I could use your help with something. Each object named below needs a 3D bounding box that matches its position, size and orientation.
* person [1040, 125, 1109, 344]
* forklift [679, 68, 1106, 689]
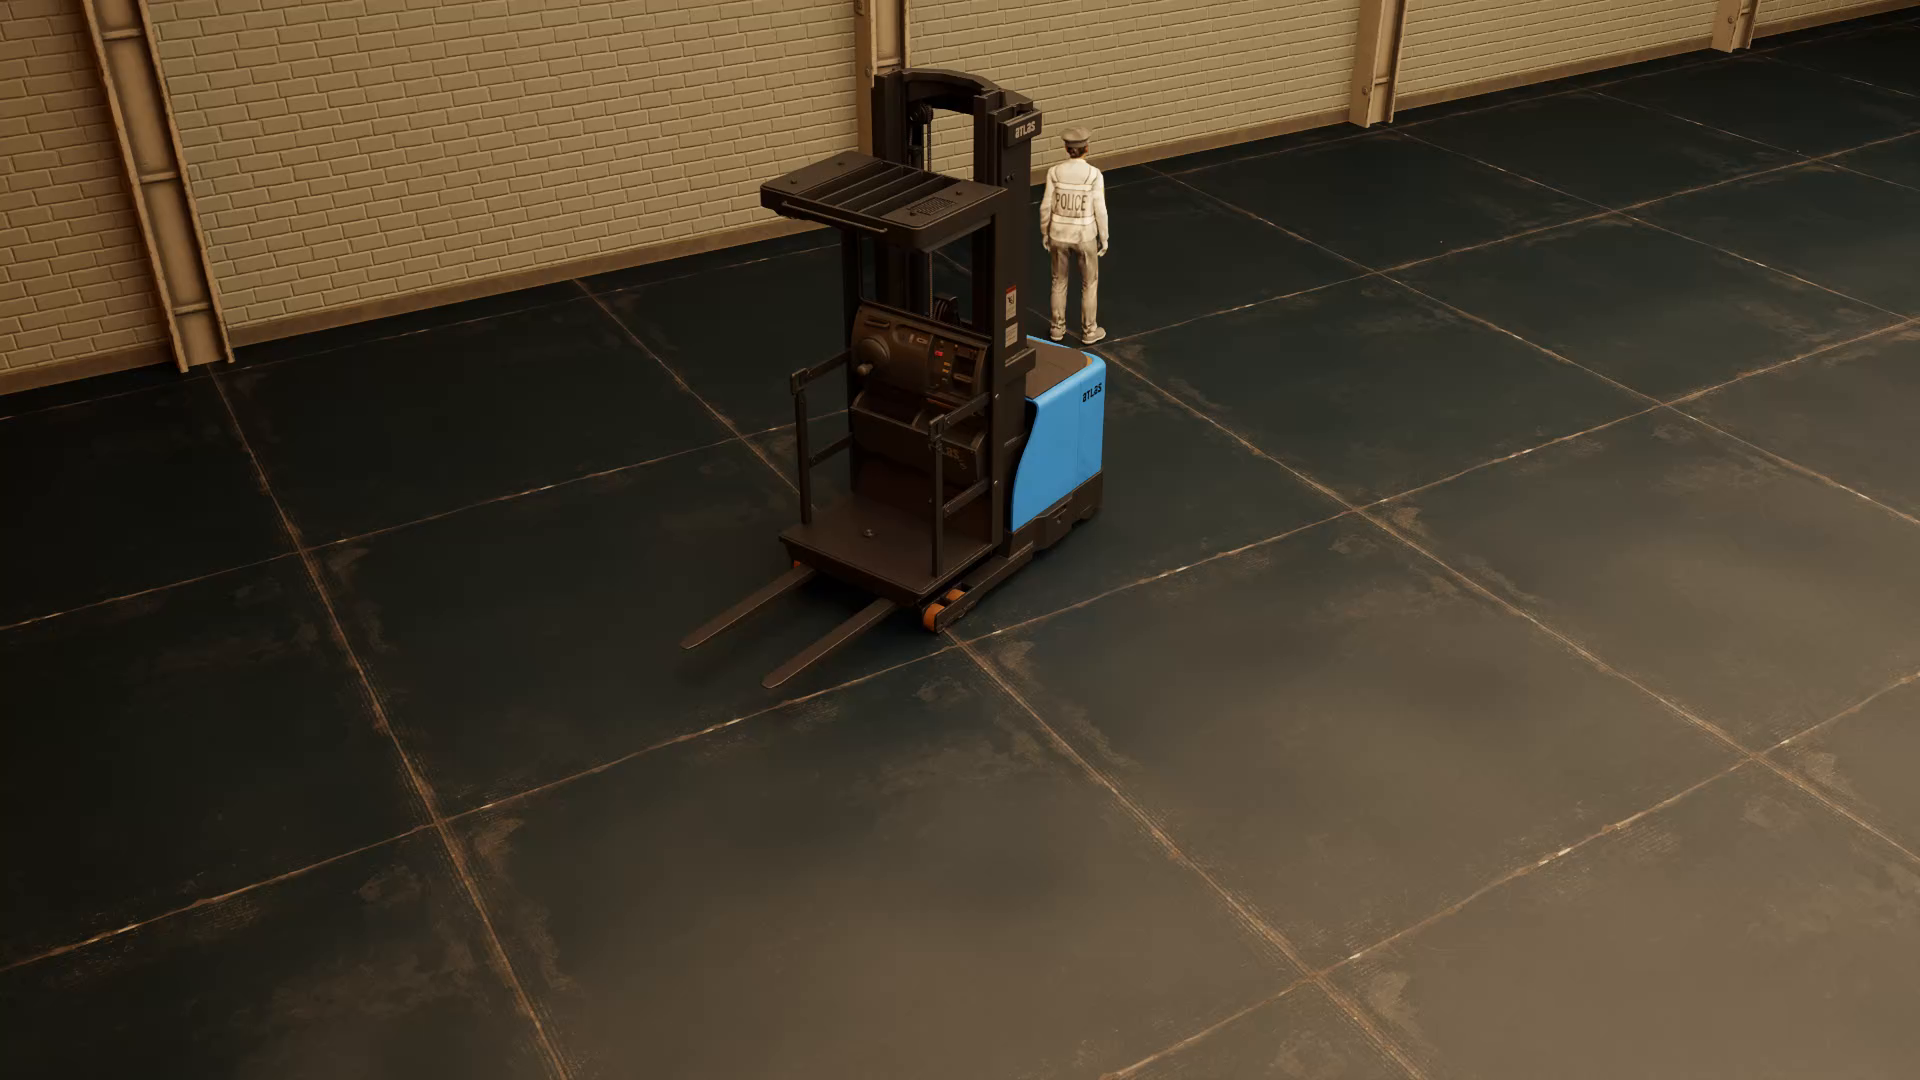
[{"bbox_3d":[0.876,-2.315,12.748,0.529,1.663,0.374,9,32,15],"label":"person"},{"bbox_3d":[-0.365,-1.007,9.329,1.130,2.935,3.031,21,37,31],"label":"forklift"}]
